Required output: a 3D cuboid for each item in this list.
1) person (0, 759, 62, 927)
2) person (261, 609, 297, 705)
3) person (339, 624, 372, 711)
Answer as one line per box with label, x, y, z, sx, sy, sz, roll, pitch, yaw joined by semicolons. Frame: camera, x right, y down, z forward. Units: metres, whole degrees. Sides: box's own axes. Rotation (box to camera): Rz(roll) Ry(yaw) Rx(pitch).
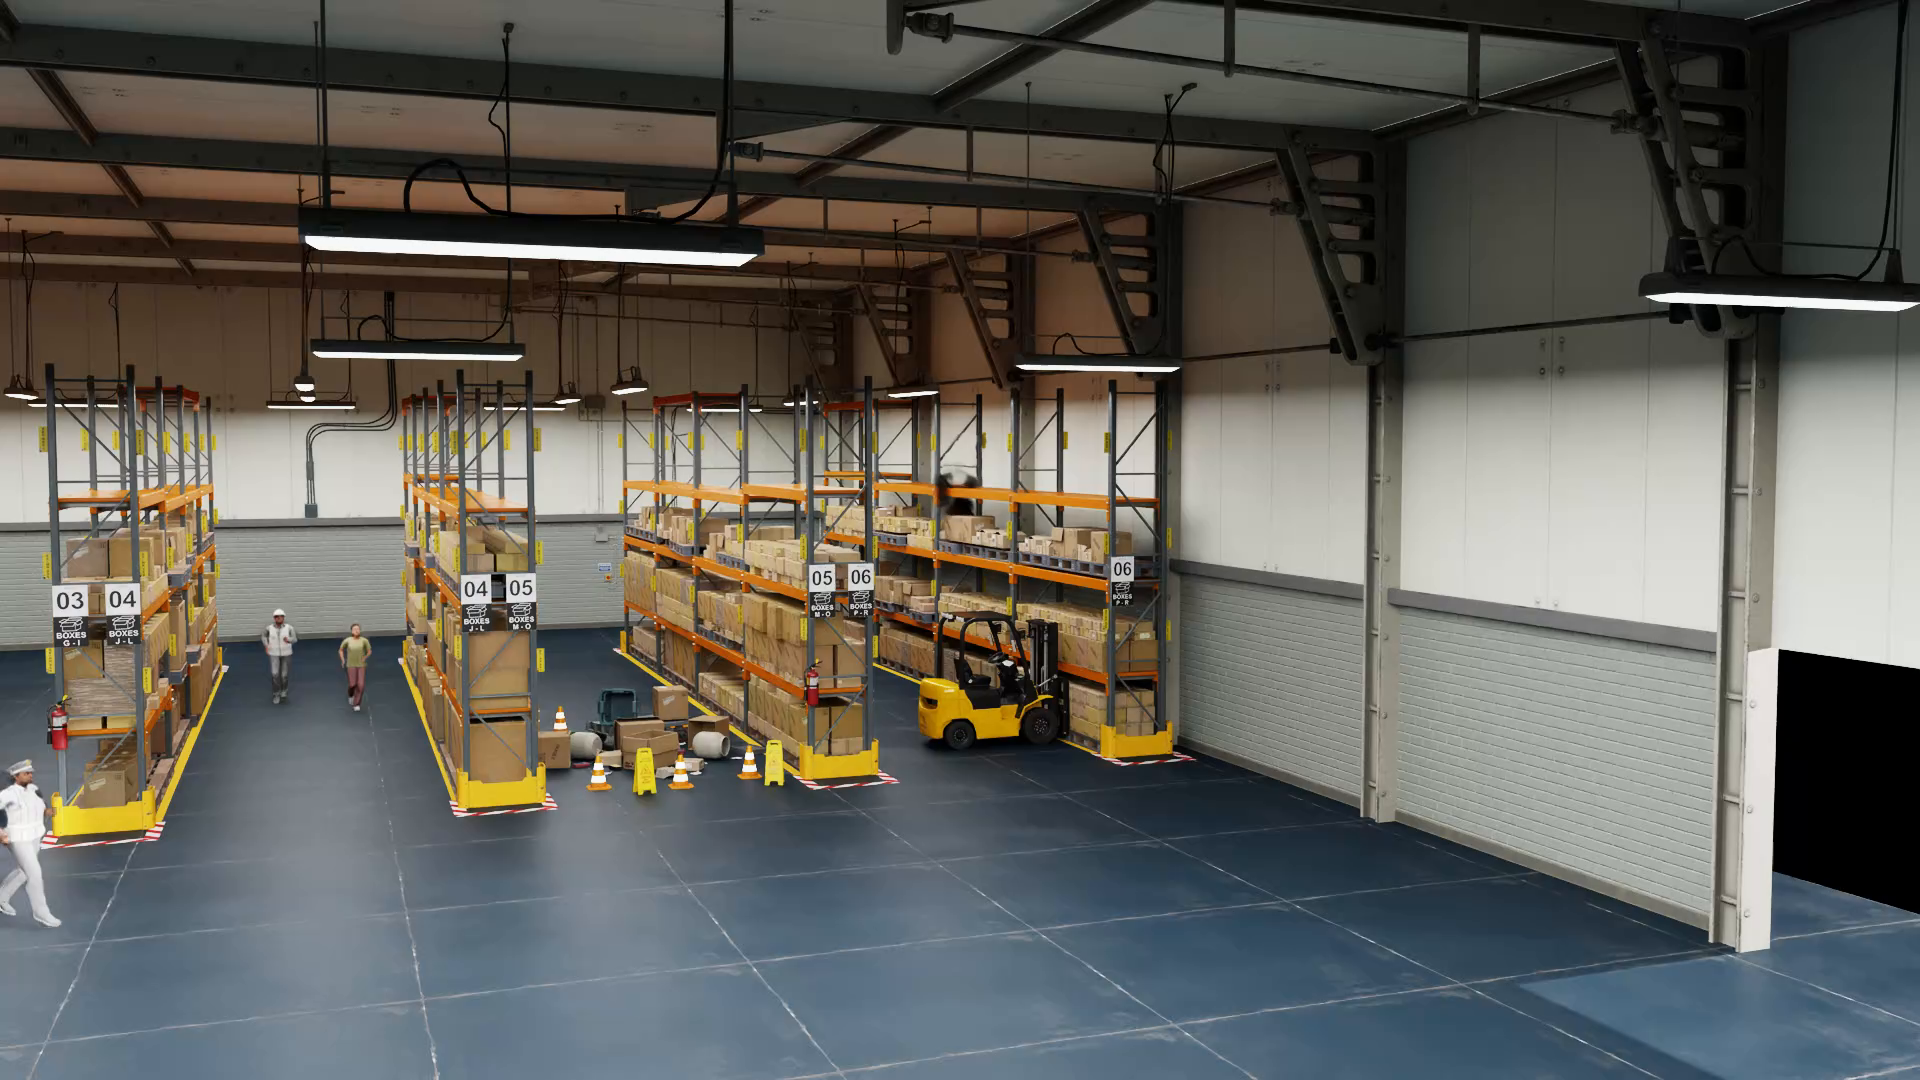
person;-9.728;3.128;17.268;0.885;1.721;0.562;0;3;8
person;-13.110;2.249;32.051;0.639;1.831;0.724;-1;4;-24
person;-11.270;2.374;31.048;0.575;1.626;0.540;-2;4;-27
